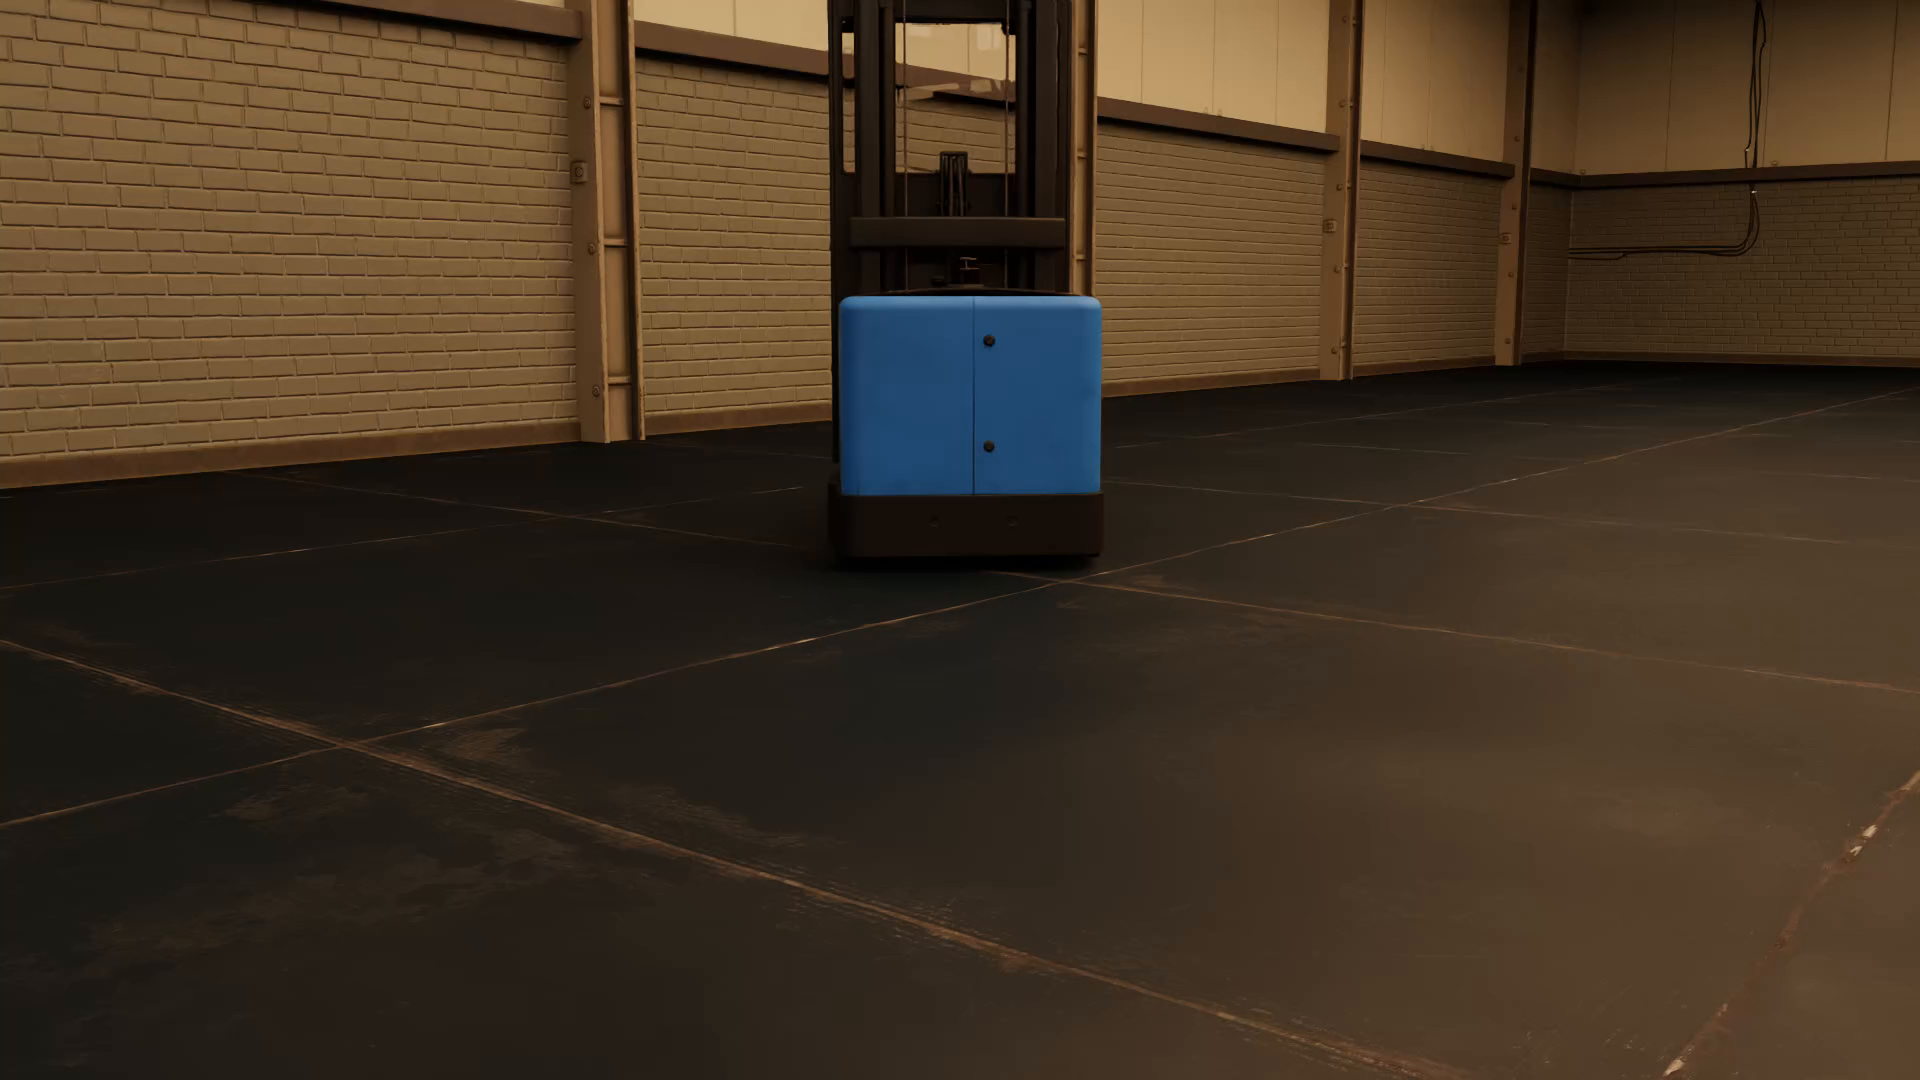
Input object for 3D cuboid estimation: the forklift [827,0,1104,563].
[{"bbox_3d":[-0.066,-1.535,7.769,1.130,2.935,3.031,-1,8,-5],"label":"forklift"}]
